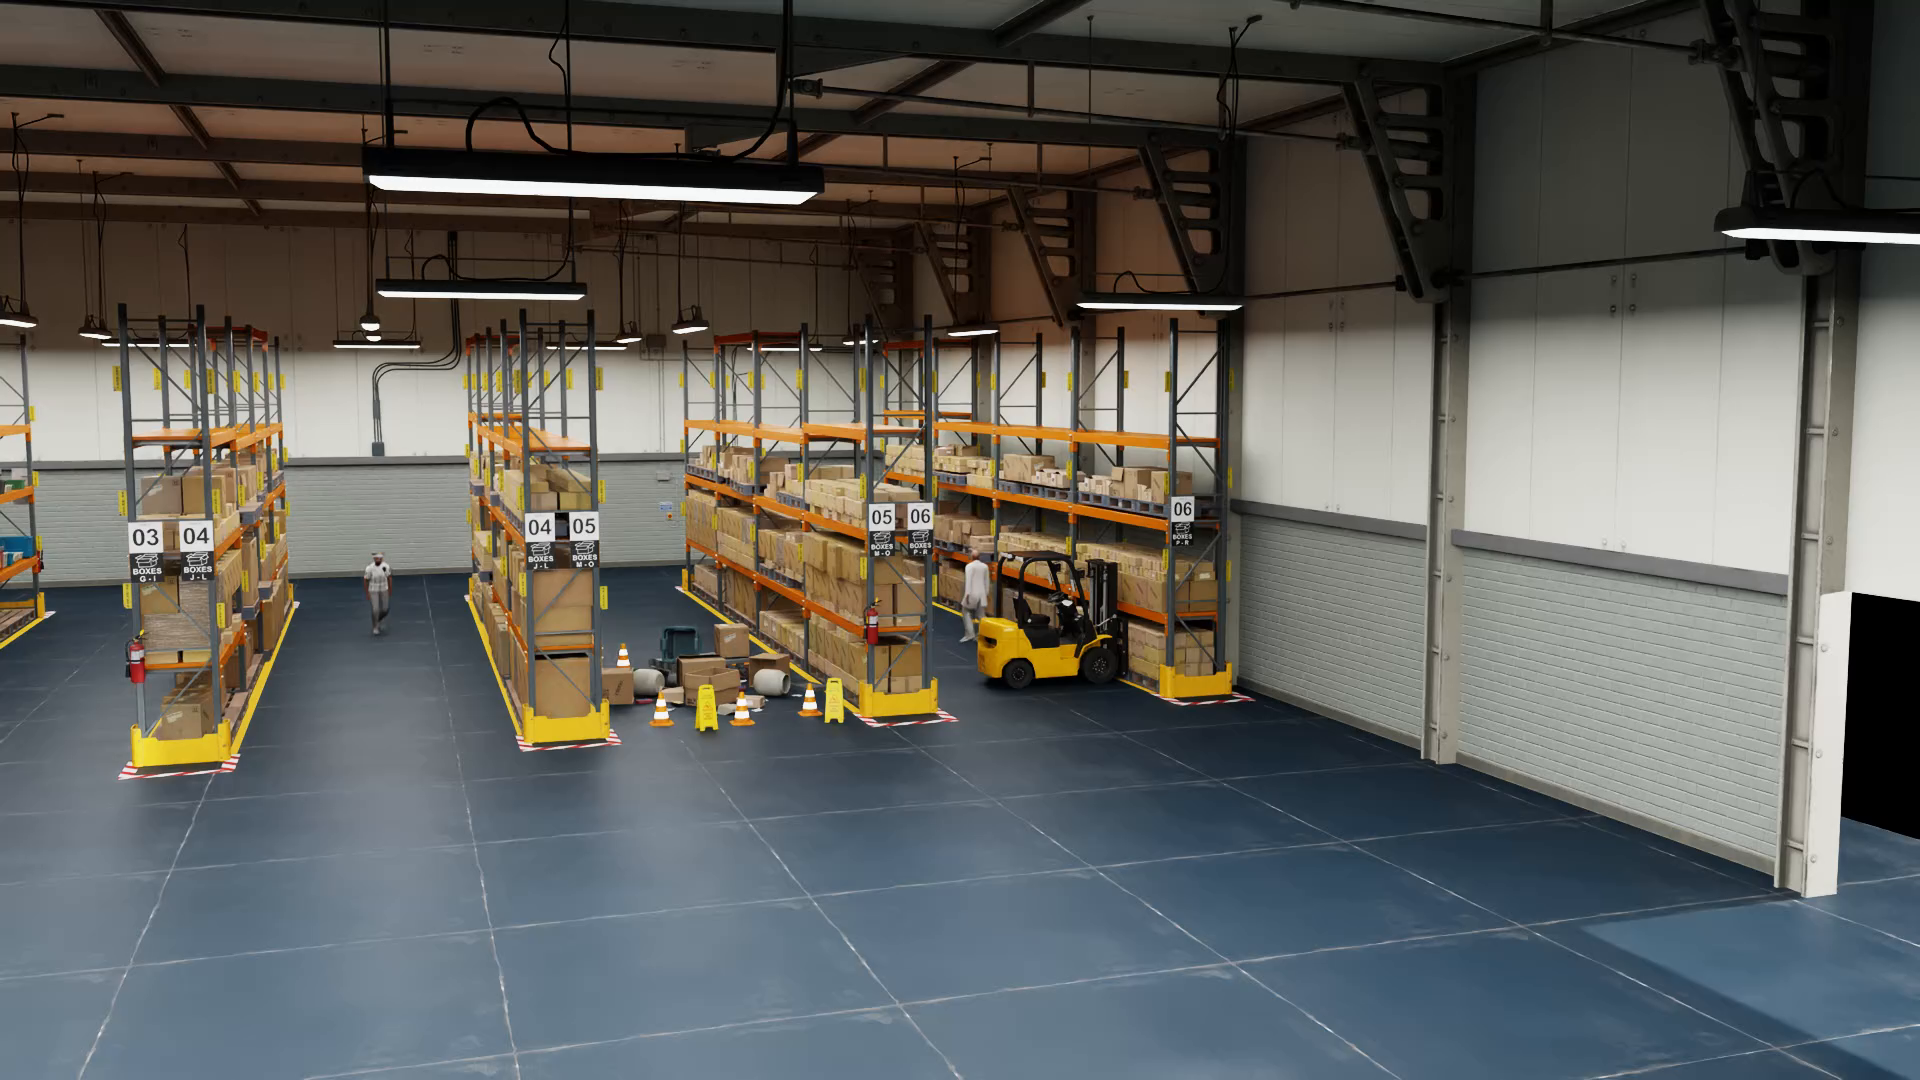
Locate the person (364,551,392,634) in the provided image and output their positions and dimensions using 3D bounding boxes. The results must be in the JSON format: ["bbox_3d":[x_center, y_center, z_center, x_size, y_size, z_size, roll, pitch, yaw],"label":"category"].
[{"bbox_3d":[-11.671,1.033,33.309,0.544,1.656,0.541,-3,6,-33],"label":"person"}]

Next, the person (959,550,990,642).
[{"bbox_3d":[0.339,1.100,32.010,0.626,1.813,0.595,-4,6,-33],"label":"person"}]
